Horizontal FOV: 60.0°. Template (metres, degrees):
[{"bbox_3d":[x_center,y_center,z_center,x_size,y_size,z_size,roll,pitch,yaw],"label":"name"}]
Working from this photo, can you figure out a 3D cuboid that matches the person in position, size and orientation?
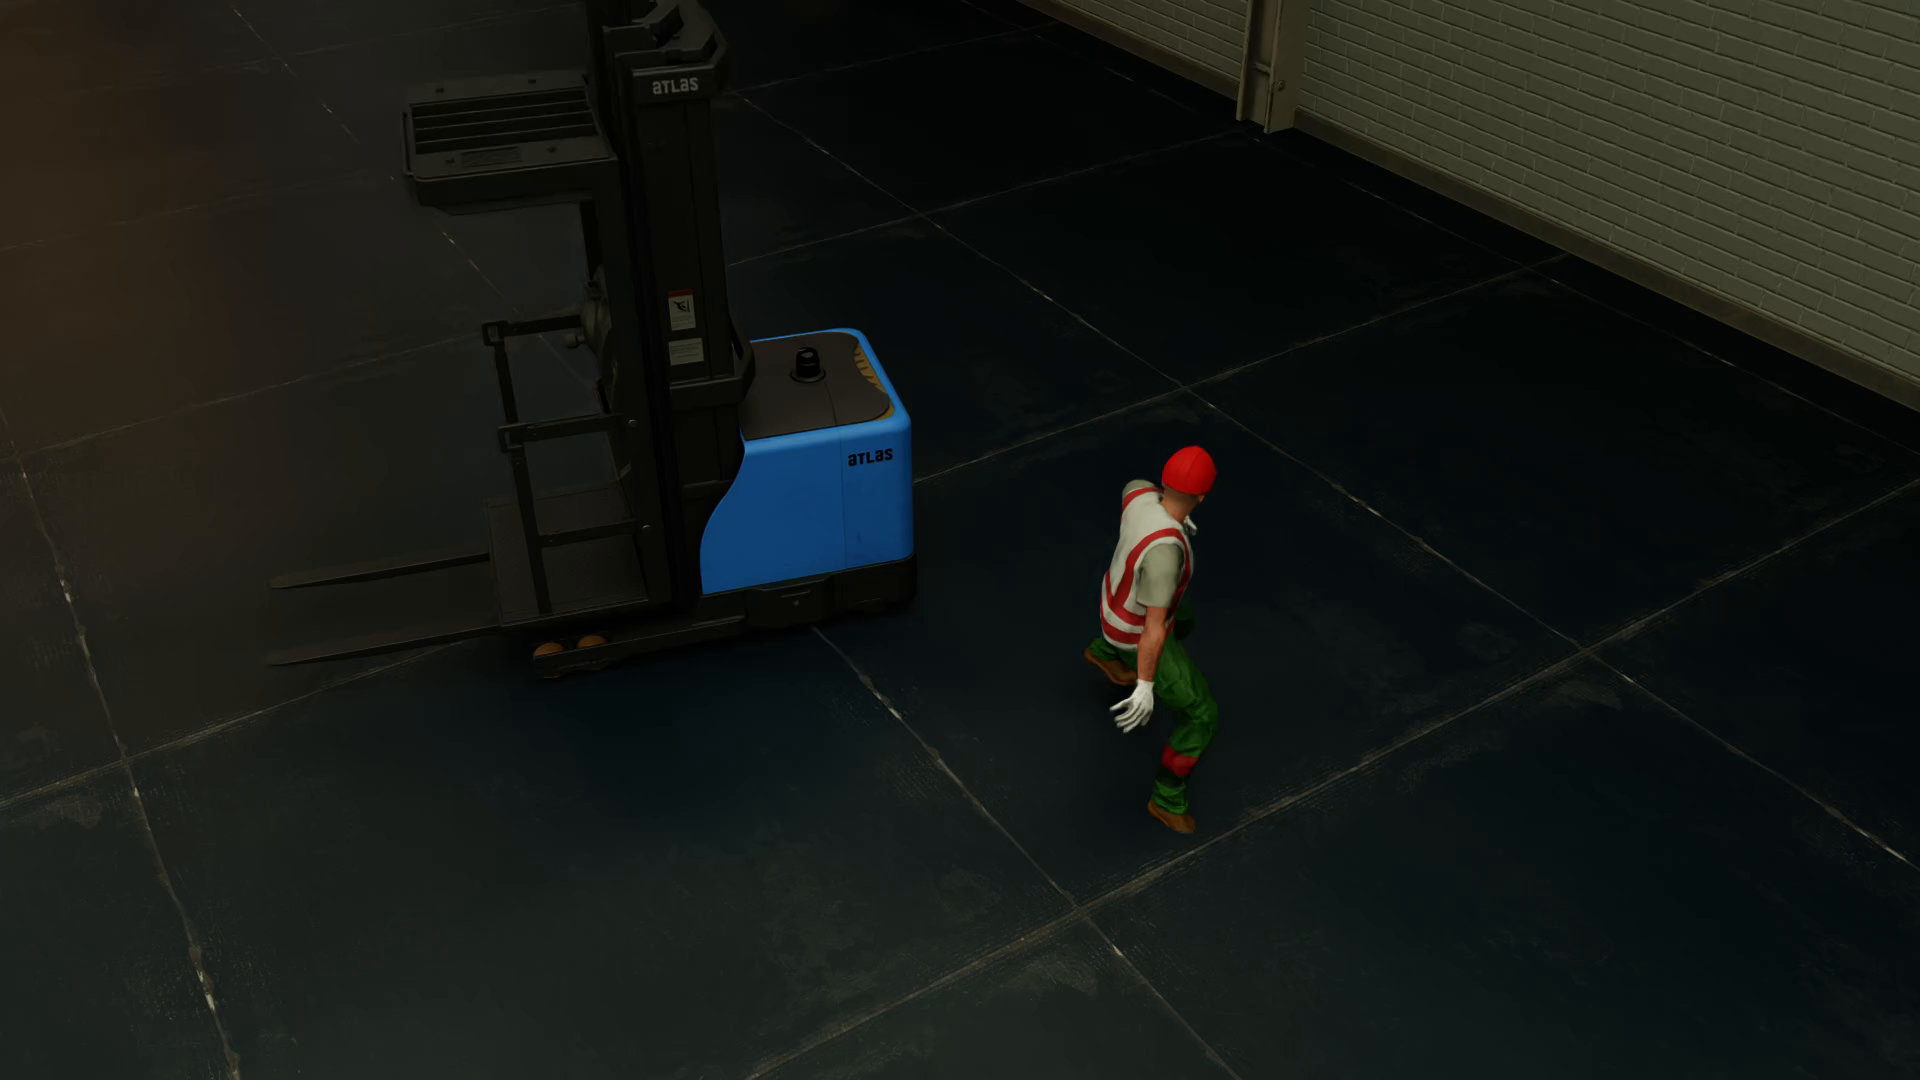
[{"bbox_3d":[0.804,0.367,6.828,0.527,1.674,1.205,1,35,2],"label":"person"}]

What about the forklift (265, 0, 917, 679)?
[{"bbox_3d":[-1.787,-0.892,7.417,3.031,2.935,1.130,-10,36,-14],"label":"forklift"}]
